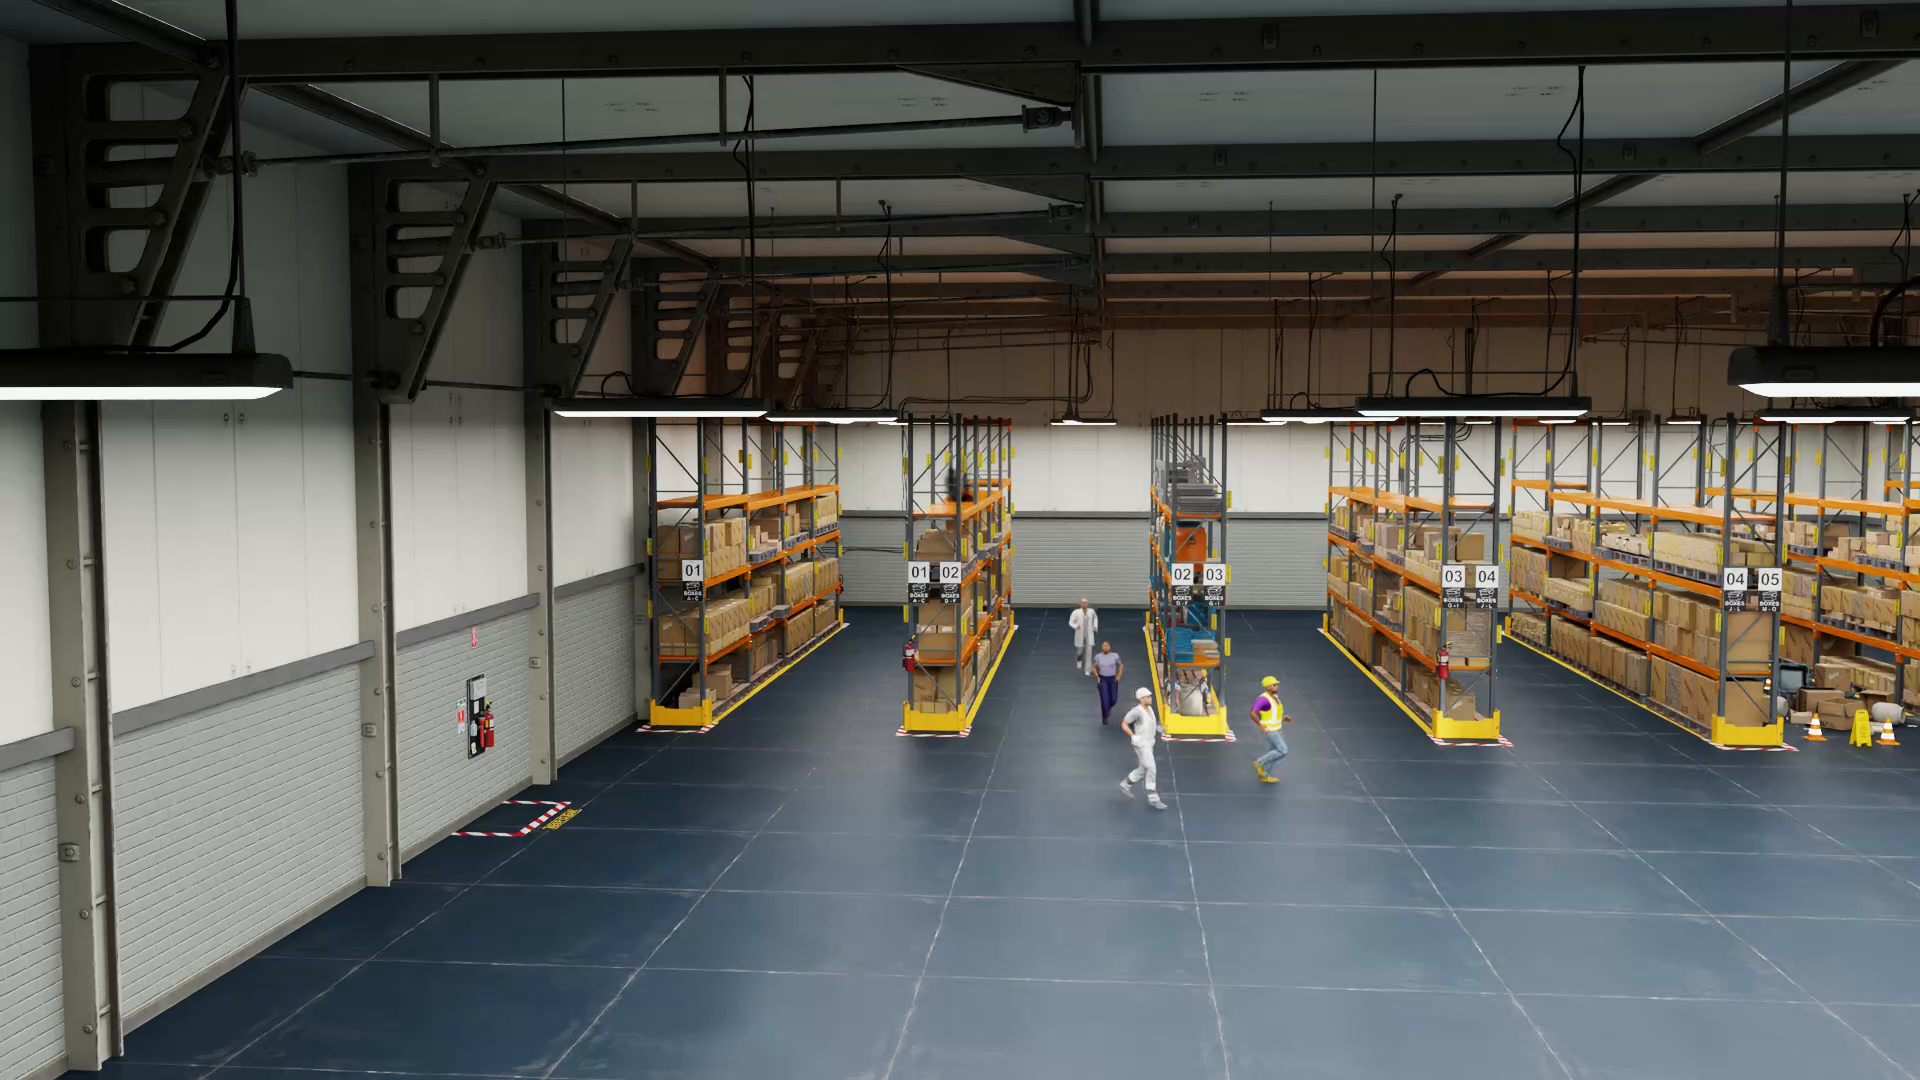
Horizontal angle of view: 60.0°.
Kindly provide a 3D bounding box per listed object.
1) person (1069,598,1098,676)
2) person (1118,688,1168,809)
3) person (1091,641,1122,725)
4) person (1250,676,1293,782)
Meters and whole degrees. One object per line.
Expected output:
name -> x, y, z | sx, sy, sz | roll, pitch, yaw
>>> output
person -> 2.888, 2.230, 38.638 | 0.718, 1.764, 1.024 | 0, 4, -6
person -> 2.761, 3.125, 25.163 | 0.862, 1.796, 0.651 | 2, 4, 30
person -> 2.857, 2.758, 32.286 | 0.605, 1.616, 0.515 | 0, 4, 1
person -> 5.051, 3.059, 26.780 | 0.581, 1.725, 0.705 | 2, 4, 30
